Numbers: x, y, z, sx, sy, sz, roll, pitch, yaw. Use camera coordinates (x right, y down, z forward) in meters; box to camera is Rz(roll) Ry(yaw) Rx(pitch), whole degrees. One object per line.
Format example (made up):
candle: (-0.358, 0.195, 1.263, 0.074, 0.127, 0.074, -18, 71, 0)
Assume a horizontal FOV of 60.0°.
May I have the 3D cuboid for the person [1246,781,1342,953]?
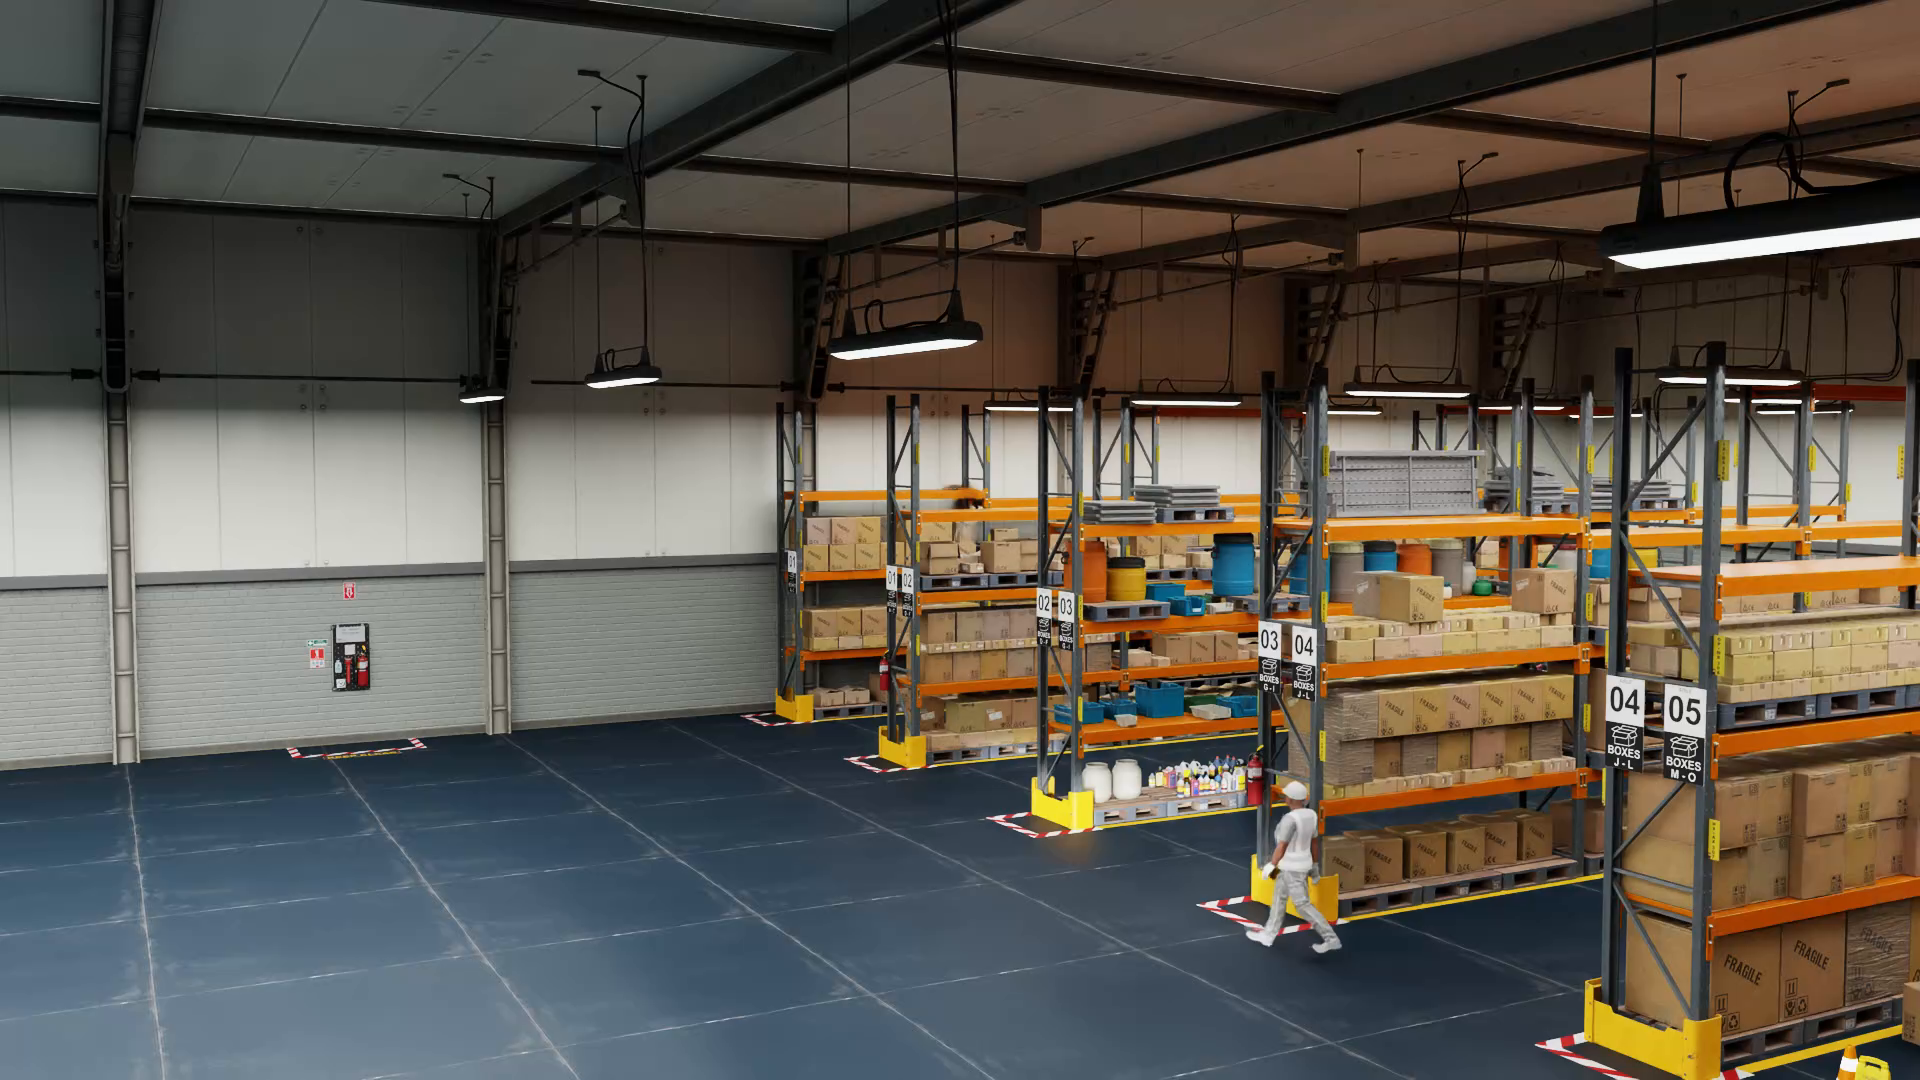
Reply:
person: (3.386, 3.328, 16.922, 1.048, 1.754, 0.523, 2, 4, 25)
